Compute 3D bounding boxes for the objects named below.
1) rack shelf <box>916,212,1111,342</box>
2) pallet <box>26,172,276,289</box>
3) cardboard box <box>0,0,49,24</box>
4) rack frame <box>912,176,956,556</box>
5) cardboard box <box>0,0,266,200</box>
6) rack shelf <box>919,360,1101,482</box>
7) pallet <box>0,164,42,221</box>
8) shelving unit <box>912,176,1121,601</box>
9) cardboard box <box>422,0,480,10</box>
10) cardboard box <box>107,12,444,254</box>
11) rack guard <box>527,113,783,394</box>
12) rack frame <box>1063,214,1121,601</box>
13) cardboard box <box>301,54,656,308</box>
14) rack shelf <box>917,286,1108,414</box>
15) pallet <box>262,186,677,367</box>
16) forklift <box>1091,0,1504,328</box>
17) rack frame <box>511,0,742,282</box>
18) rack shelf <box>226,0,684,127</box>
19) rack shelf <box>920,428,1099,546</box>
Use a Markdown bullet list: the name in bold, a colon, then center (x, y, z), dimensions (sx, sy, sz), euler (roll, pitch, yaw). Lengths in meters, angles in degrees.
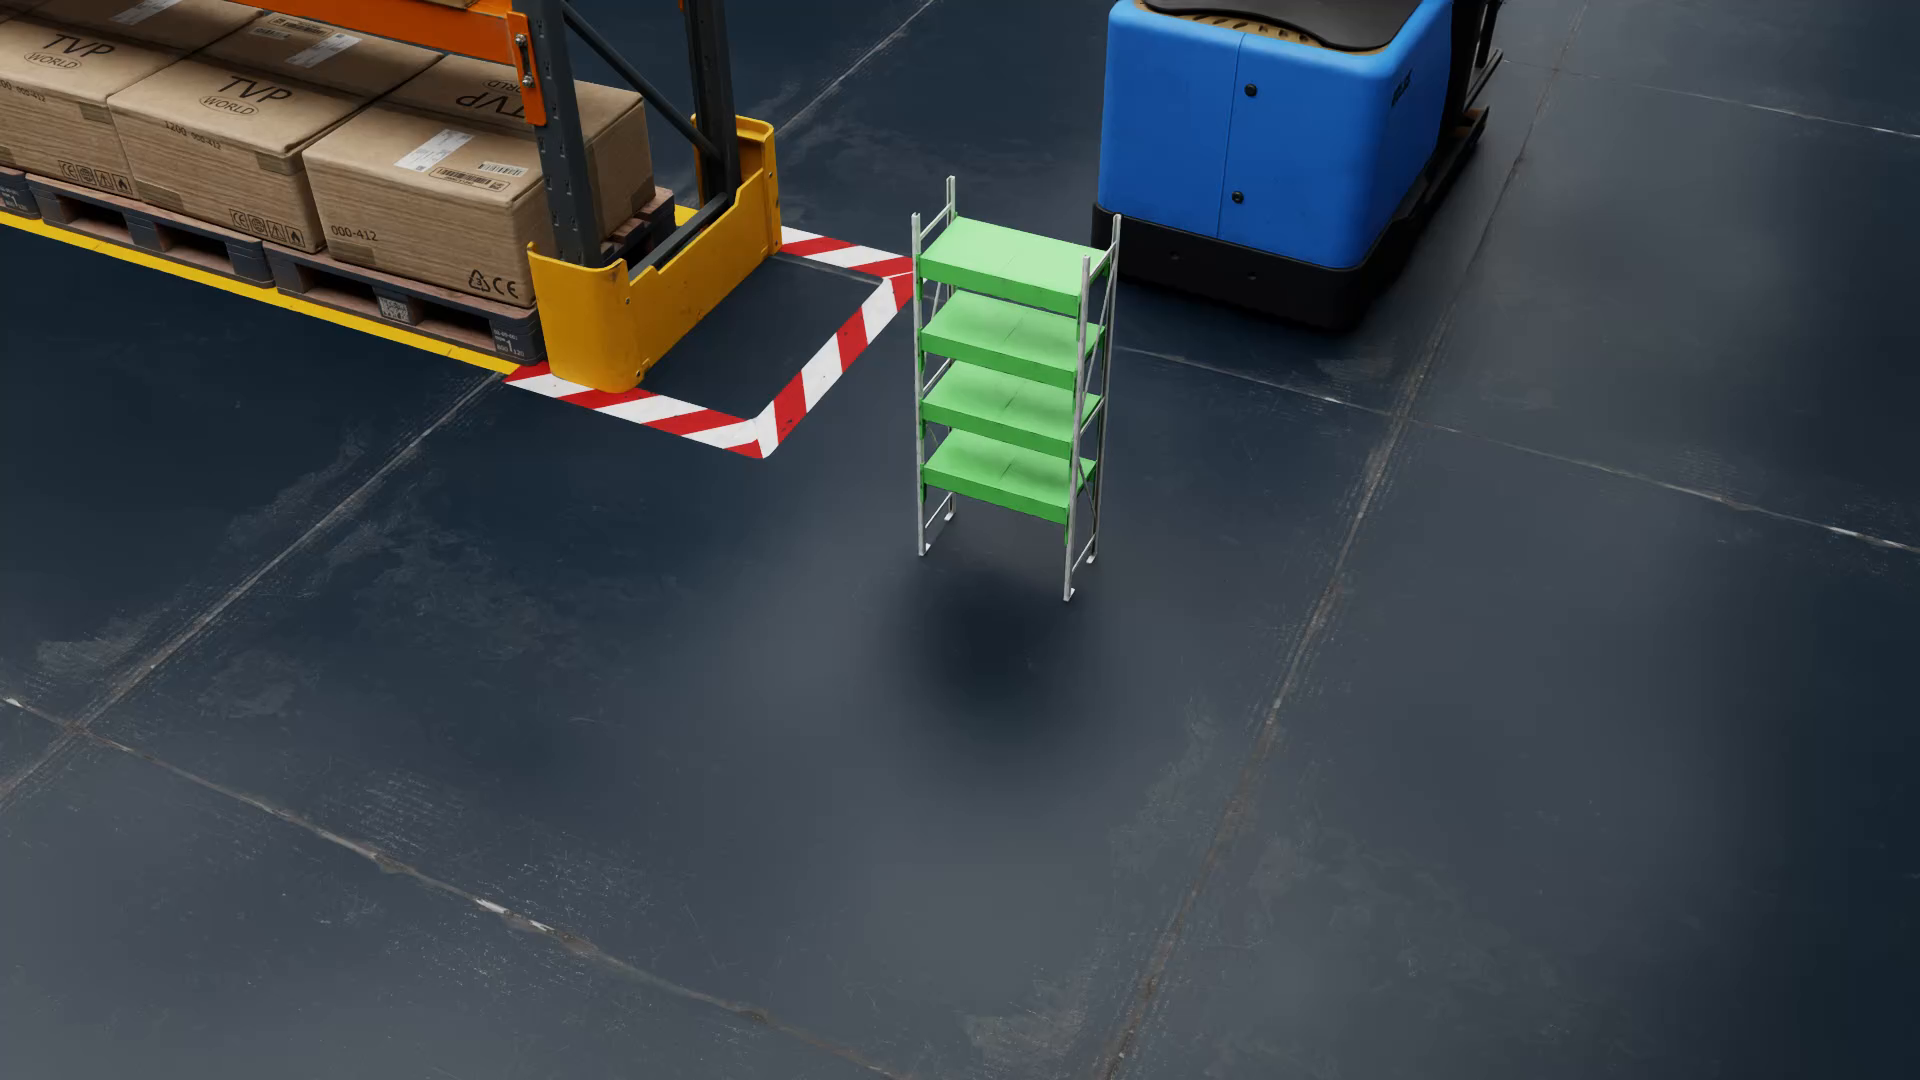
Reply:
- **rack shelf**: center (0.150, -0.722, 4.532), dimensions (0.480, 0.148, 0.258), euler (17, 44, 19)
- **pallet**: center (-2.967, -1.494, 6.813), dimensions (1.213, 0.211, 1.003), euler (17, 44, 19)
- **cardboard box**: center (-4.209, -2.095, 7.012), dimensions (0.875, 0.438, 0.875), euler (16, 44, 18)
- **rack frame**: center (-0.071, -0.475, 4.882), dimensions (0.015, 1.200, 0.240), euler (17, 44, 19)
- **cardboard box**: center (-3.397, -1.847, 6.727), dimensions (0.875, 0.438, 0.875), euler (16, 43, 17)
- **rack shelf**: center (0.150, -0.359, 4.846), dimensions (0.480, 0.148, 0.258), euler (17, 44, 19)
- **pallet**: center (-4.076, -1.831, 7.201), dimensions (1.213, 0.211, 1.003), euler (17, 44, 19)
- **shelving unit**: center (0.150, -0.408, 4.804), dimensions (0.503, 1.200, 0.258), euler (17, 44, 19)
- **cardboard box**: center (-1.656, -2.048, 5.247), dimensions (0.500, 0.500, 0.500), euler (17, 44, 19)
- **cardboard box**: center (-2.581, -1.597, 6.437), dimensions (0.875, 0.438, 0.875), euler (18, 44, 20)
- **rack guard**: center (-1.086, -1.083, 6.118), dimensions (0.348, 0.500, 1.175), euler (17, 44, 19)
- **rack frame**: center (0.371, -0.340, 4.726), dimensions (0.015, 1.200, 0.240), euler (17, 44, 19)
- **cardboard box**: center (-1.748, -1.348, 6.151), dimensions (0.875, 0.438, 0.875), euler (16, 43, 17)
- **rack shelf**: center (0.150, -0.541, 4.689), dimensions (0.480, 0.148, 0.258), euler (17, 44, 19)
- **pallet**: center (-1.865, -1.155, 6.422), dimensions (1.213, 0.211, 1.003), euler (17, 44, 19)
- **forklift**: center (1.634, -2.834, 6.282), dimensions (1.130, 2.935, 3.031), euler (19, 44, 21)
- **rack frame**: center (-1.107, -2.034, 5.307), dimensions (0.127, 3.000, 1.000), euler (17, 44, 19)
- **rack shelf**: center (-2.920, -2.316, 6.181), dimensions (4.000, 0.370, 1.077), euler (17, 44, 19)
- **rack shelf**: center (0.150, -0.178, 5.003), dimensions (0.480, 0.148, 0.258), euler (17, 44, 19)
